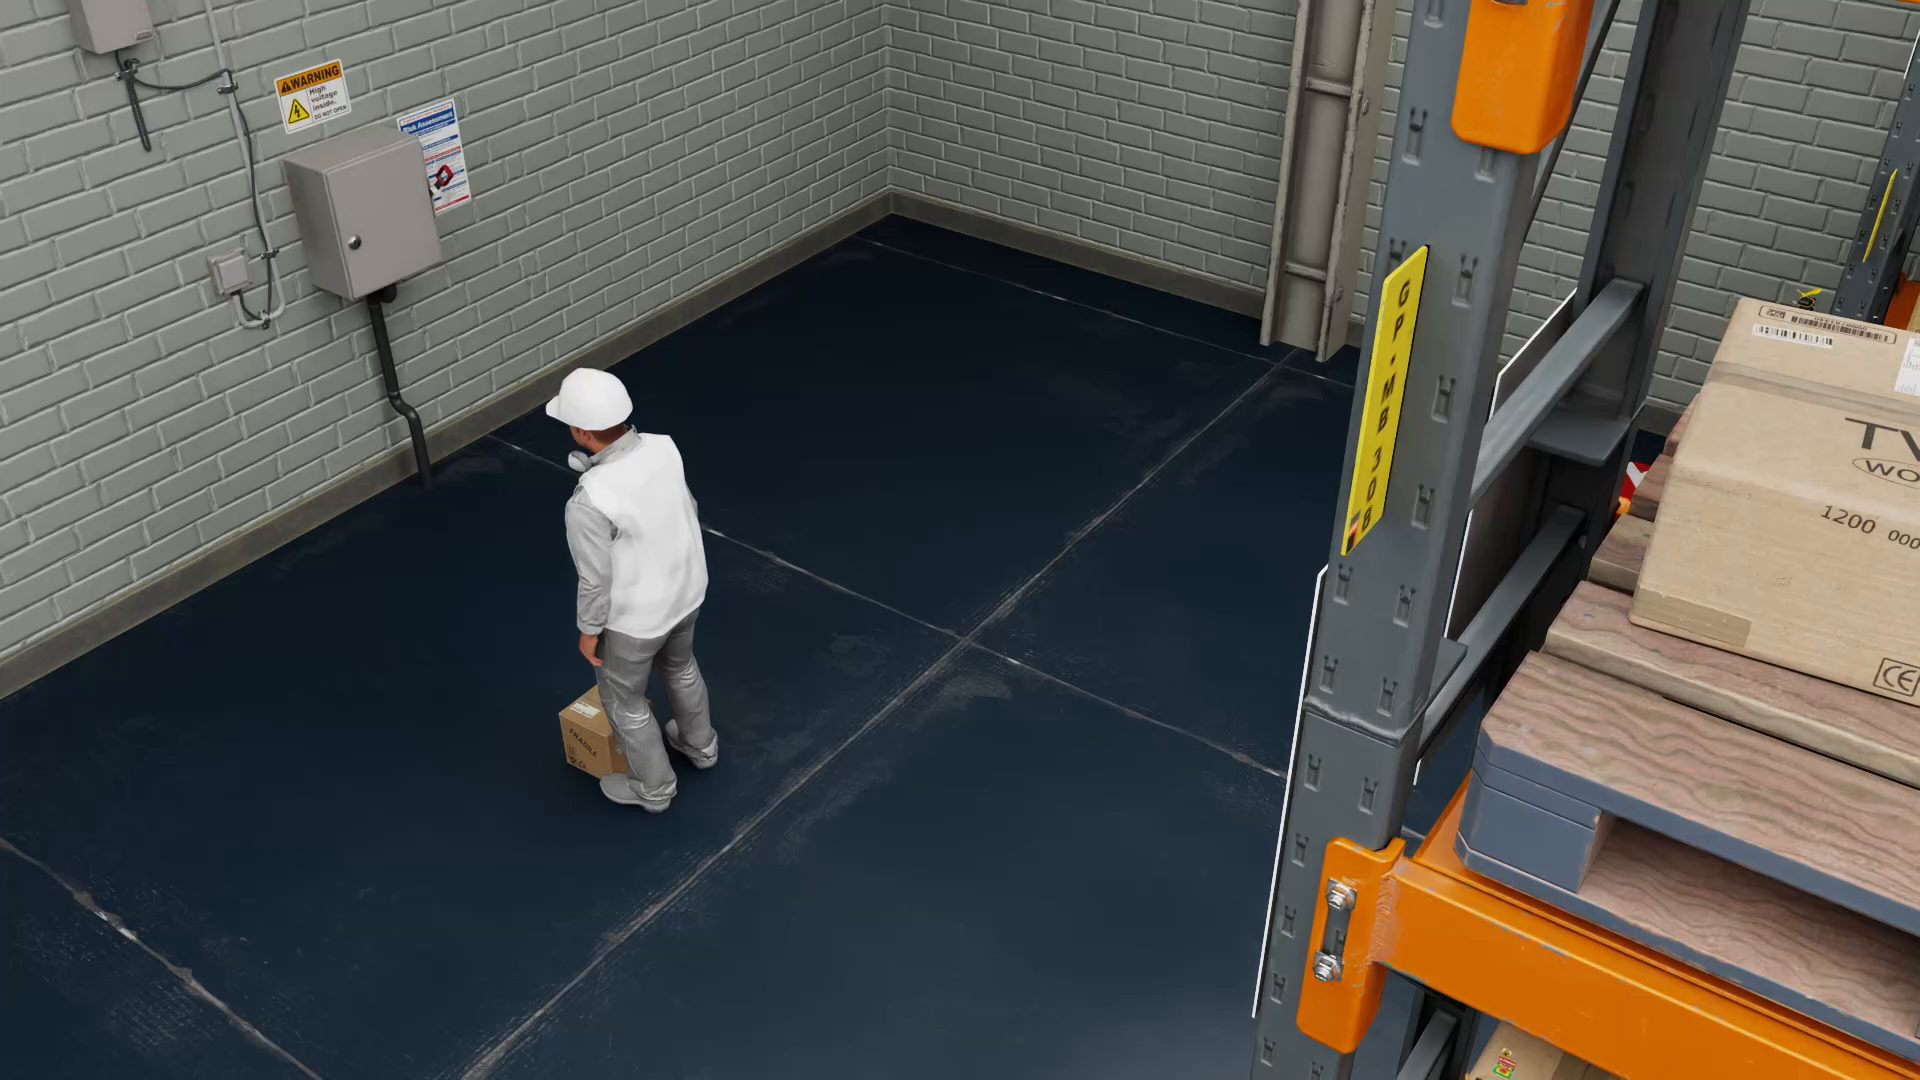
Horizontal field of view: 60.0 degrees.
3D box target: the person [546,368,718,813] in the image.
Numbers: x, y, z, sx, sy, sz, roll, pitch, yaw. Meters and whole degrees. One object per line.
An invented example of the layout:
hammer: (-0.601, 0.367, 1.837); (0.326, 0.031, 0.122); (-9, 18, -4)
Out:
person: (-1.129, 0.194, 5.838); (0.463, 1.770, 0.584); (19, 39, 26)
